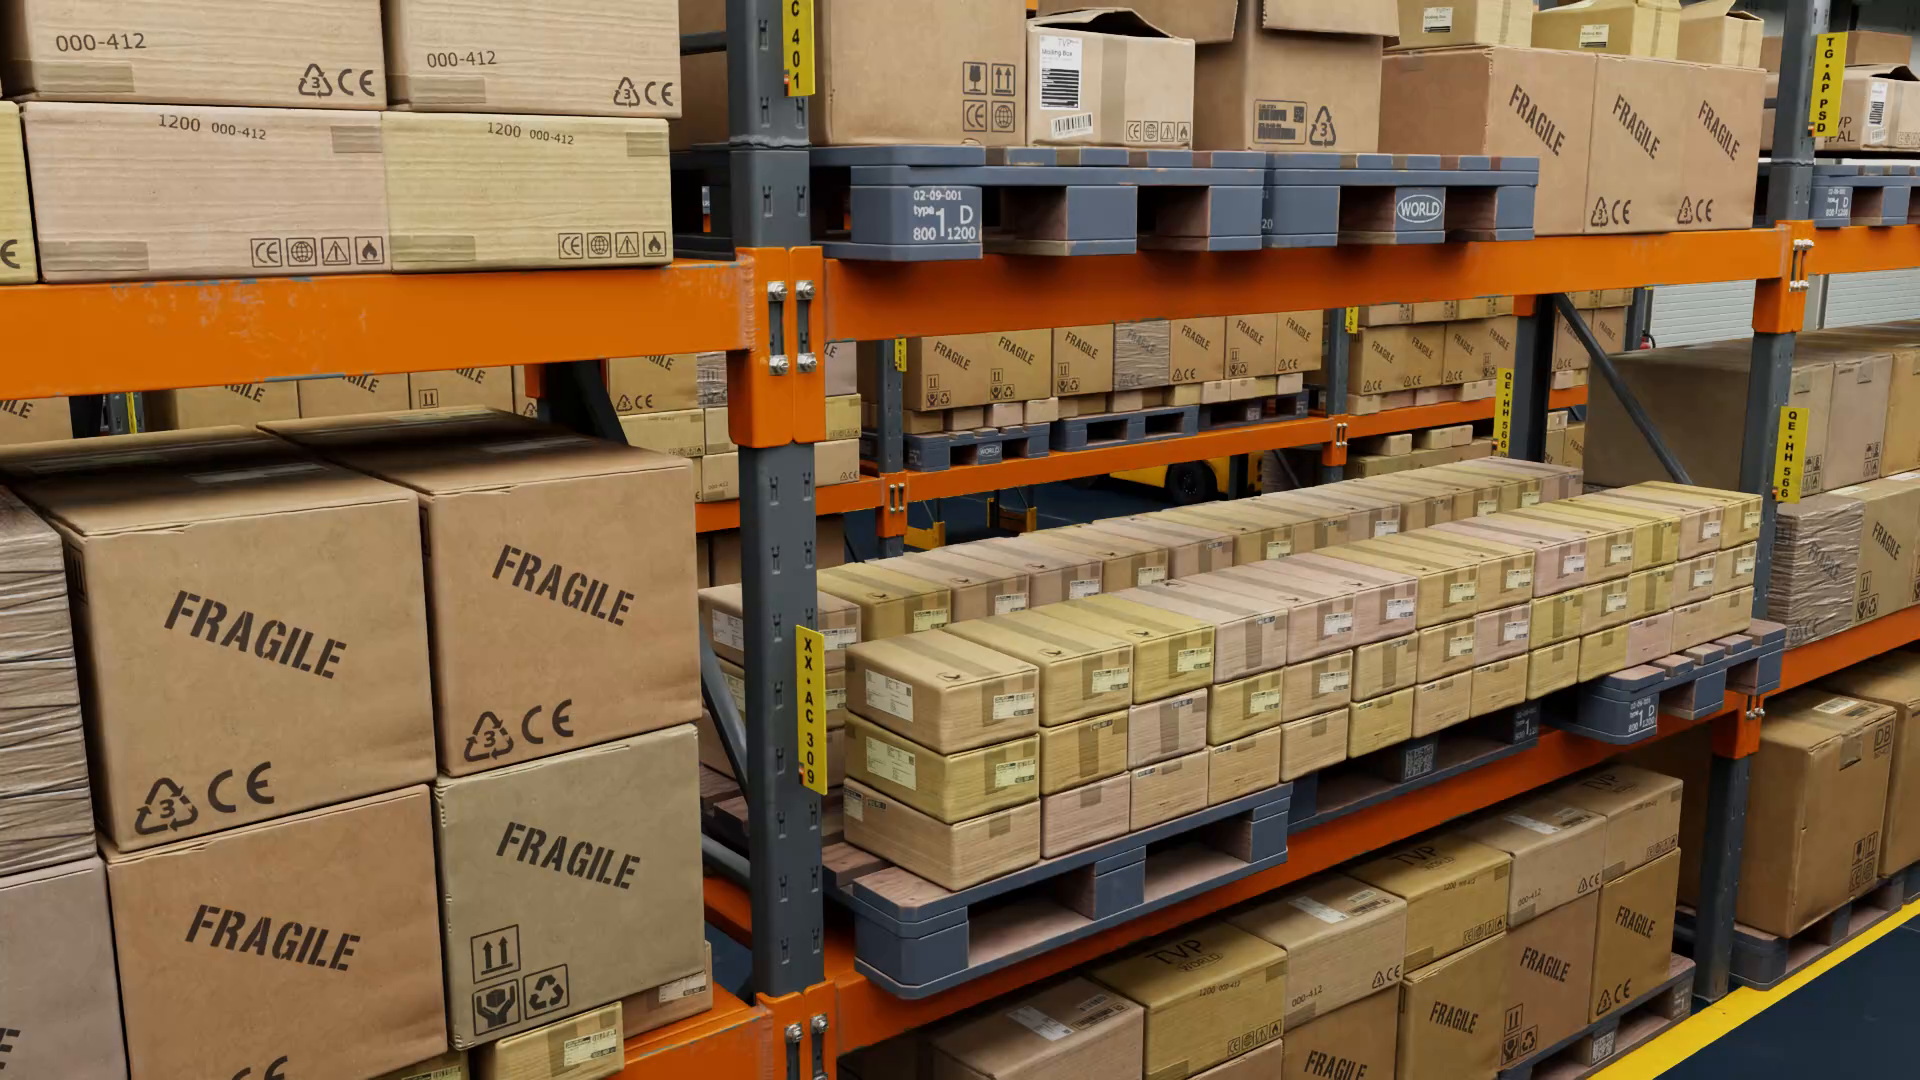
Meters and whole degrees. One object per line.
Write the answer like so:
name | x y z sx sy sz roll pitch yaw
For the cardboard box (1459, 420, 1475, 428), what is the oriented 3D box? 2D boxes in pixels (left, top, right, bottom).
cardboard box | 4.335 -0.773 14.352 0.500 0.500 0.500 -10 16 -40

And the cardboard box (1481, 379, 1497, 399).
cardboard box | 4.068 -1.226 13.287 0.250 0.149 0.380 -10 15 -38

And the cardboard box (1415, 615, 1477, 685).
cardboard box | 1.177 0.261 4.554 0.250 0.149 0.380 -10 15 -39

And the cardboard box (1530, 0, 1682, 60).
cardboard box | 1.941 -1.577 5.028 0.258 0.266 0.396 -9 15 -38

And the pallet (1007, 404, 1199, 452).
pallet | 0.835 -0.809 11.180 1.213 0.211 1.003 -9 15 -38

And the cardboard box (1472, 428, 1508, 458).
cardboard box | 4.295 -0.626 13.658 0.500 0.500 0.500 -10 15 -39

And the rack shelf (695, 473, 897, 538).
rack shelf | -2.247 -0.028 8.771 4.000 0.370 1.077 -9 15 -38

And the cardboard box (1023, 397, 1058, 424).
cardboard box | 0.396 -0.826 10.389 0.250 0.149 0.380 -9 15 -37

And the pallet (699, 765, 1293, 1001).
pallet | 0.050 0.688 4.131 1.213 0.211 1.003 -9 15 -38

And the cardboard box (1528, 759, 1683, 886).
cardboard box | 2.115 0.932 5.720 0.500 0.250 0.500 -10 15 -39

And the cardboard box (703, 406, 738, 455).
cardboard box | -1.303 -0.639 9.076 0.500 0.250 0.500 -10 16 -39

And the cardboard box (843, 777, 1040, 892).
cardboard box | -0.043 0.610 3.627 0.250 0.149 0.380 -10 16 -40

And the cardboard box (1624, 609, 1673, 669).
cardboard box | 1.992 0.272 5.222 0.250 0.149 0.380 -9 15 -37

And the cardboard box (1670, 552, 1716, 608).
cardboard box | 2.177 0.095 5.337 0.250 0.149 0.380 -9 15 -36

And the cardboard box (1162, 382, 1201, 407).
cardboard box | 1.403 -0.999 11.208 0.250 0.149 0.380 -9 15 -38

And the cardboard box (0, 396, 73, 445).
cardboard box | -4.005 -0.552 6.861 0.500 0.500 0.500 -10 15 -38

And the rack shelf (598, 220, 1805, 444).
rack shelf | 0.924 -0.706 4.741 4.000 0.370 1.077 -9 15 -38

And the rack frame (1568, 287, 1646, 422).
rack frame | 5.561 -1.678 14.808 0.127 3.000 1.000 -9 15 -38

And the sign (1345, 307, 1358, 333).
sign | 2.787 -1.635 11.821 0.005 0.325 0.100 -9 15 -38

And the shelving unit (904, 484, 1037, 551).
shelving unit | 0.060 -0.744 14.020 1.083 1.500 0.587 -9 15 -38

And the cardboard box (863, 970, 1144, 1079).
cardboard box | 0.104 1.267 4.143 0.500 0.250 0.500 -10 16 -40

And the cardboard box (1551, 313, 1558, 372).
cardboard box | 4.523 -1.628 13.619 0.500 0.500 0.500 -10 15 -38

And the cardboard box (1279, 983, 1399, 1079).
cardboard box | 0.918 1.495 4.875 0.500 0.500 0.500 -9 15 -37

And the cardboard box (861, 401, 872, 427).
cardboard box | -0.577 -0.803 10.281 0.250 0.149 0.380 -9 15 -36

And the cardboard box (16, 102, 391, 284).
cardboard box | -1.249 -0.554 2.657 0.500 0.250 0.500 -9 15 -38

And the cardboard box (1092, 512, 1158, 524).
cardboard box | 1.471 0.084 11.828 0.625 0.372 0.950 -8 15 -34

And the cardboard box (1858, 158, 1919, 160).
cardboard box | 4.352 -1.828 7.647 0.250 0.149 0.380 -9 15 -38

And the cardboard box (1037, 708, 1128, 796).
cardboard box | 0.158 0.431 3.756 0.250 0.149 0.380 -10 15 -39

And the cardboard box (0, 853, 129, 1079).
cardboard box | -1.634 0.715 2.583 0.500 0.500 0.500 -10 15 -38

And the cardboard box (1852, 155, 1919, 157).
cardboard box | 3.981 -1.718 6.738 0.500 0.311 0.500 -10 15 -39

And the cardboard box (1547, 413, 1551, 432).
cardboard box | 4.656 -0.985 13.789 0.250 0.149 0.380 -9 15 -37

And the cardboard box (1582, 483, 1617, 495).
cardboard box | 2.670 -0.001 6.670 0.500 0.500 0.500 -9 15 -38

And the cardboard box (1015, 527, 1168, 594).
cardboard box | 0.365 0.078 4.700 0.250 0.149 0.380 -10 16 -39

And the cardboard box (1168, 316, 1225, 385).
cardboard box | 1.427 -1.331 11.206 0.500 0.500 0.500 -9 15 -36

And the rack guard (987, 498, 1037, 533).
rack guard | 0.448 -0.197 14.454 0.087 0.250 0.587 -9 15 -38

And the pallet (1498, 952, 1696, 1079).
pallet | 1.875 1.615 6.013 1.213 0.211 1.003 -9 15 -38

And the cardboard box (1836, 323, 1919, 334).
cardboard box | 4.430 -0.709 7.597 0.500 0.500 0.700 -9 15 -37

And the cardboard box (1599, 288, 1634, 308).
cardboard box | 5.299 -2.259 14.183 0.500 0.500 0.700 -10 16 -39

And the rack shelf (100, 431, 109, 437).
rack shelf | -5.351 -0.833 12.561 4.000 0.370 1.077 -9 15 -38

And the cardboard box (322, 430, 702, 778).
cardboard box | -0.836 0.091 3.116 0.500 0.500 0.500 -10 16 -40

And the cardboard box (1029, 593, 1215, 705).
cardboard box | 0.373 0.249 3.895 0.250 0.149 0.380 -9 15 -37

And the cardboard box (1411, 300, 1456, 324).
cardboard box | 3.329 -1.927 12.617 0.500 0.500 0.700 -9 15 -37

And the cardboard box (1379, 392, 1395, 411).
cardboard box | 3.049 -1.066 12.531 0.250 0.149 0.380 -9 15 -36

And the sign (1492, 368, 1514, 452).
sign | 2.136 -0.506 6.501 0.005 0.325 0.100 -9 15 -38

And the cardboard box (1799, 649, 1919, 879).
cardboard box | 3.698 0.867 7.230 0.750 0.750 1.050 -9 15 -37

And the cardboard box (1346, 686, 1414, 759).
cardboard box | 0.974 0.440 4.429 0.250 0.149 0.380 -10 15 -39

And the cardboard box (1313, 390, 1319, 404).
cardboard box | 2.689 -1.160 12.976 0.250 0.149 0.380 -9 15 -36

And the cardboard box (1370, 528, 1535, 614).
cardboard box | 1.378 0.082 4.682 0.250 0.149 0.380 -9 15 -35

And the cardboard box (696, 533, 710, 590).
cardboard box | -1.976 0.386 9.195 0.875 0.875 0.875 -9 15 -37

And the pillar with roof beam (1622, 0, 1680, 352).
pillar with roof beam | 13.410 -6.331 22.281 0.400 9.000 9.100 -9 15 -38

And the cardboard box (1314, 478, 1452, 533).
cardboard box | 1.394 -0.094 5.512 0.250 0.149 0.380 -10 16 -40

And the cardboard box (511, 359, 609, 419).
cardboard box | -2.113 -0.872 8.367 0.500 0.500 0.500 -10 15 -39

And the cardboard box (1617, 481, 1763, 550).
cardboard box | 2.389 -0.085 5.471 0.250 0.149 0.380 -10 16 -40
